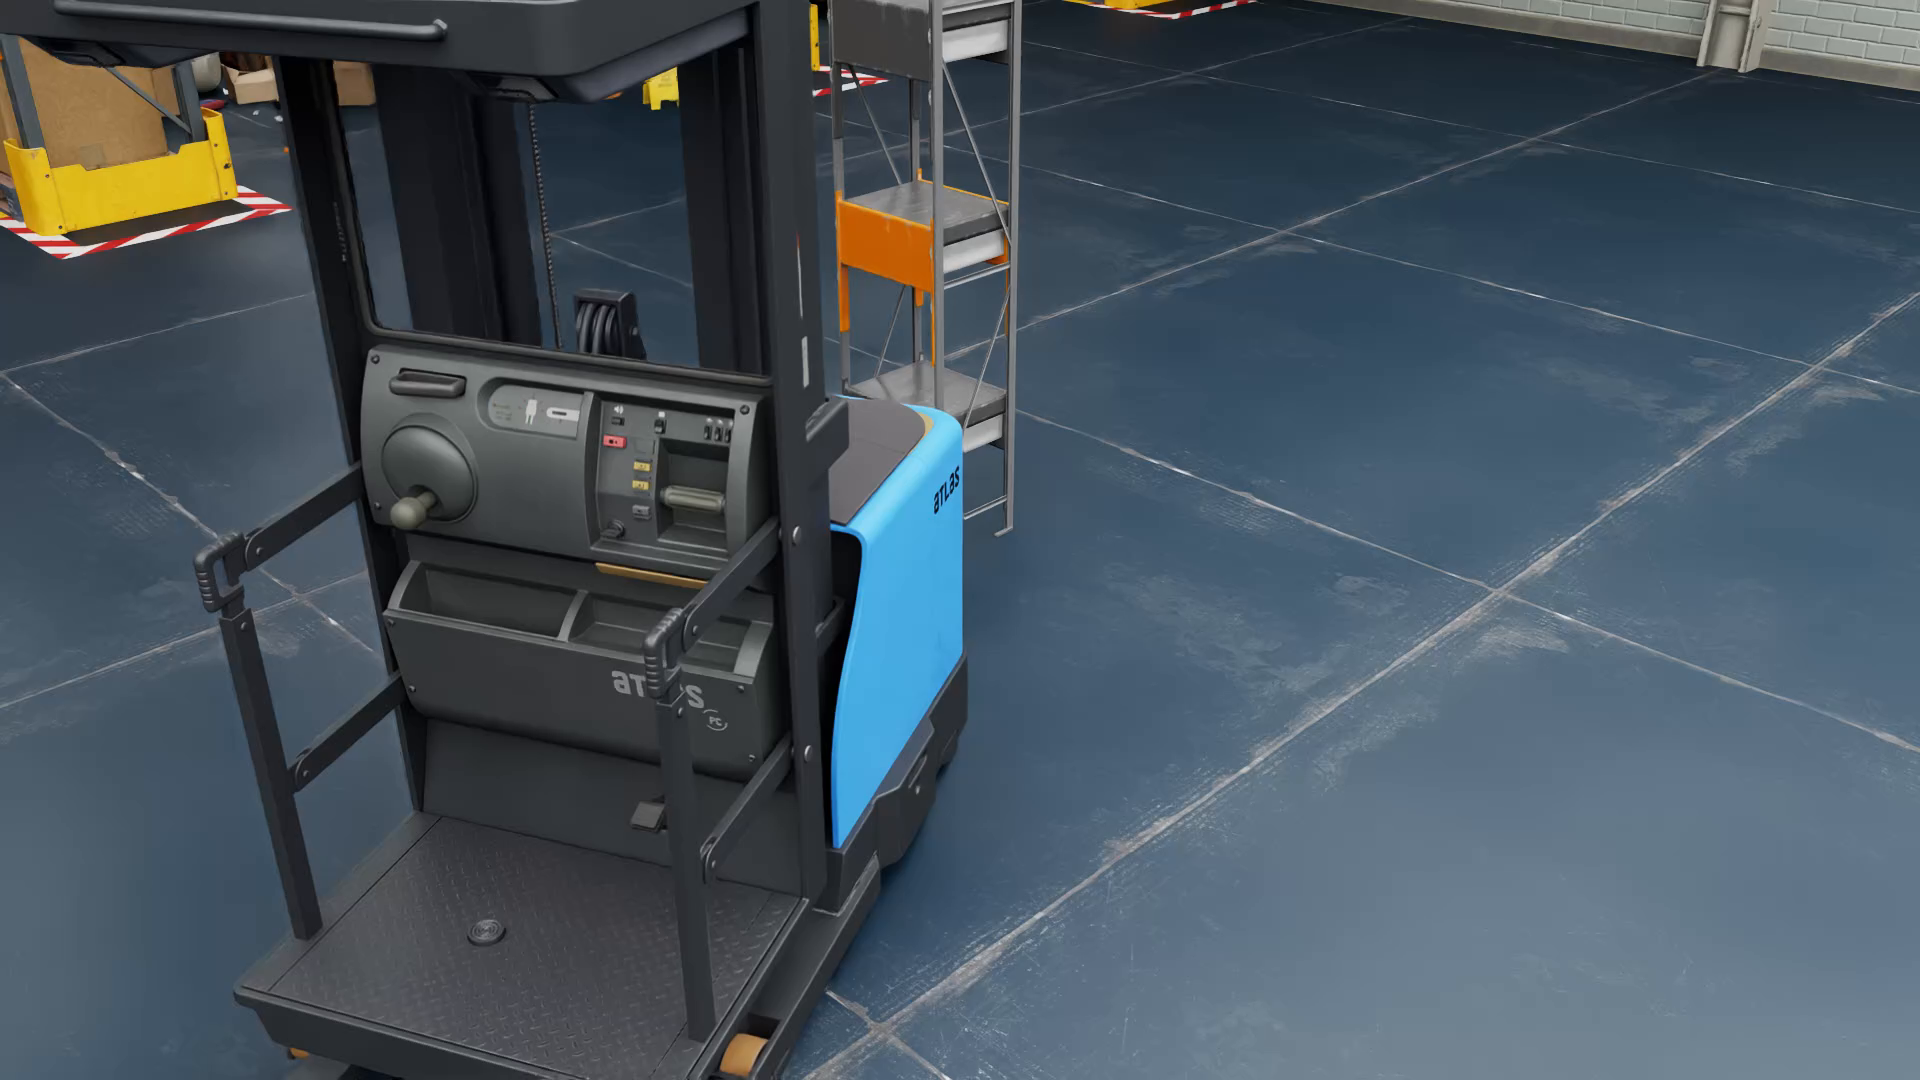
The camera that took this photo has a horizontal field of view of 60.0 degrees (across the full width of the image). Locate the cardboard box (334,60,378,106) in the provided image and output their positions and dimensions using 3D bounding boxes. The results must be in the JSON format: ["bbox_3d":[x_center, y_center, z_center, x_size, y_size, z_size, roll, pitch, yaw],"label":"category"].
[{"bbox_3d":[-4.620,-3.626,12.606,0.637,0.503,0.797,2,28,4],"label":"cardboard box"}]

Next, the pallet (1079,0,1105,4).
[{"bbox_3d":[1.310,-5.648,16.765,1.213,0.211,1.003,25,36,38],"label":"pallet"}]

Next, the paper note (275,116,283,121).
[{"bbox_3d":[-4.889,-3.069,12.056,0.144,0.017,0.142,-13,30,-22],"label":"paper note"}]

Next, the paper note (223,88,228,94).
[{"bbox_3d":[-5.592,-3.474,12.833,0.172,0.023,0.155,-13,30,-22],"label":"paper note"}]

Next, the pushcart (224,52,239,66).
[{"bbox_3d":[-6.007,-4.370,14.155,0.936,0.377,1.648,12,30,22],"label":"pushcart"}]

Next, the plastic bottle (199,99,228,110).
[{"bbox_3d":[-5.561,-3.212,12.293,0.133,0.061,0.283,12,30,22],"label":"plastic bottle"}]

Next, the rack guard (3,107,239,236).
[{"bbox_3d":[-4.973,-2.208,9.913,0.348,0.500,1.175,25,36,38],"label":"rack guard"}]

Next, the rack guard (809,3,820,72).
[{"bbox_3d":[-1.646,-3.917,13.162,0.348,0.500,1.175,25,36,38],"label":"rack guard"}]

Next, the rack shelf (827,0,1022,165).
[{"bbox_3d":[-0.118,-1.591,5.545,0.480,0.518,0.431,25,36,38],"label":"rack shelf"}]

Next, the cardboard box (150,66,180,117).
[{"bbox_3d":[-6.016,-3.357,12.094,0.500,0.500,0.500,-18,33,-31],"label":"cardboard box"}]

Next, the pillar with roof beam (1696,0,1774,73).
[{"bbox_3d":[3.281,-6.442,8.832,0.400,9.000,9.100,25,36,38],"label":"pillar with roof beam"}]

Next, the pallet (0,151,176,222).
[{"bbox_3d":[-5.616,-2.323,10.442,1.213,0.211,1.003,25,36,38],"label":"pallet"}]

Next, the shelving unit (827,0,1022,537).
[{"bbox_3d":[-0.118,-0.983,5.864,0.503,2.100,0.431,25,36,38],"label":"shelving unit"}]

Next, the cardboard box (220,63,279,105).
[{"bbox_3d":[-5.326,-3.468,12.560,0.396,0.266,0.258,-18,33,-31],"label":"cardboard box"}]

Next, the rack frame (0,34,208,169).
[{"bbox_3d":[-4.991,-3.323,9.346,0.127,3.000,1.000,25,36,38],"label":"rack frame"}]

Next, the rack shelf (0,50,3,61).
[{"bbox_3d":[-6.417,-3.657,10.754,4.000,0.370,1.077,25,36,38],"label":"rack shelf"}]

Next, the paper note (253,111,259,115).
[{"bbox_3d":[-5.168,-3.138,12.207,0.032,0.001,0.123,-7,29,-14],"label":"paper note"}]

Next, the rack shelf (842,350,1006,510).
[{"bbox_3d":[-0.118,-0.352,6.196,0.480,0.518,0.431,25,36,38],"label":"rack shelf"}]

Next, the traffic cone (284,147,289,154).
[{"bbox_3d":[-4.374,-2.844,11.162,0.334,0.463,0.336,25,36,38],"label":"traffic cone"}]

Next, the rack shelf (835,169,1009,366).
[{"bbox_3d":[-0.118,-0.971,5.870,0.480,0.518,0.431,25,36,38],"label":"rack shelf"}]

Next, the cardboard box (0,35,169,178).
[{"bbox_3d":[-5.520,-2.767,10.122,0.875,0.875,0.875,25,37,39],"label":"cardboard box"}]

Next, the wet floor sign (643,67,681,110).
[{"bbox_3d":[-2.207,-3.539,12.287,0.267,0.644,0.232,-13,30,-22],"label":"wet floor sign"}]

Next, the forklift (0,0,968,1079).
[{"bbox_3d":[-0.928,-0.131,3.350,1.130,2.935,3.031,9,29,16],"label":"forklift"}]

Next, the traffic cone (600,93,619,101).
[{"bbox_3d":[-2.803,-3.588,12.576,0.334,0.463,0.336,25,36,38],"label":"traffic cone"}]

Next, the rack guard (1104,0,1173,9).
[{"bbox_3d":[1.902,-5.533,16.235,0.348,0.500,1.175,25,36,38],"label":"rack guard"}]

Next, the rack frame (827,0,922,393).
[{"bbox_3d":[-0.292,-1.063,6.015,0.015,2.100,0.400,25,36,38],"label":"rack frame"}]

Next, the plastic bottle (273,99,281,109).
[{"bbox_3d":[-4.993,-3.238,12.343,0.283,0.061,0.133,12,30,22],"label":"plastic bottle"}]

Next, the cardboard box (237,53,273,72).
[{"bbox_3d":[-5.292,-3.989,13.149,0.503,0.637,0.797,25,36,38],"label":"cardboard box"}]

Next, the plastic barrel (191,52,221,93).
[{"bbox_3d":[-5.958,-3.626,12.692,0.512,0.421,0.421,-3,28,-5],"label":"plastic barrel"}]

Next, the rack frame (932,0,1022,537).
[{"bbox_3d":[0.056,-0.904,5.713,0.015,2.100,0.400,25,36,38],"label":"rack frame"}]
